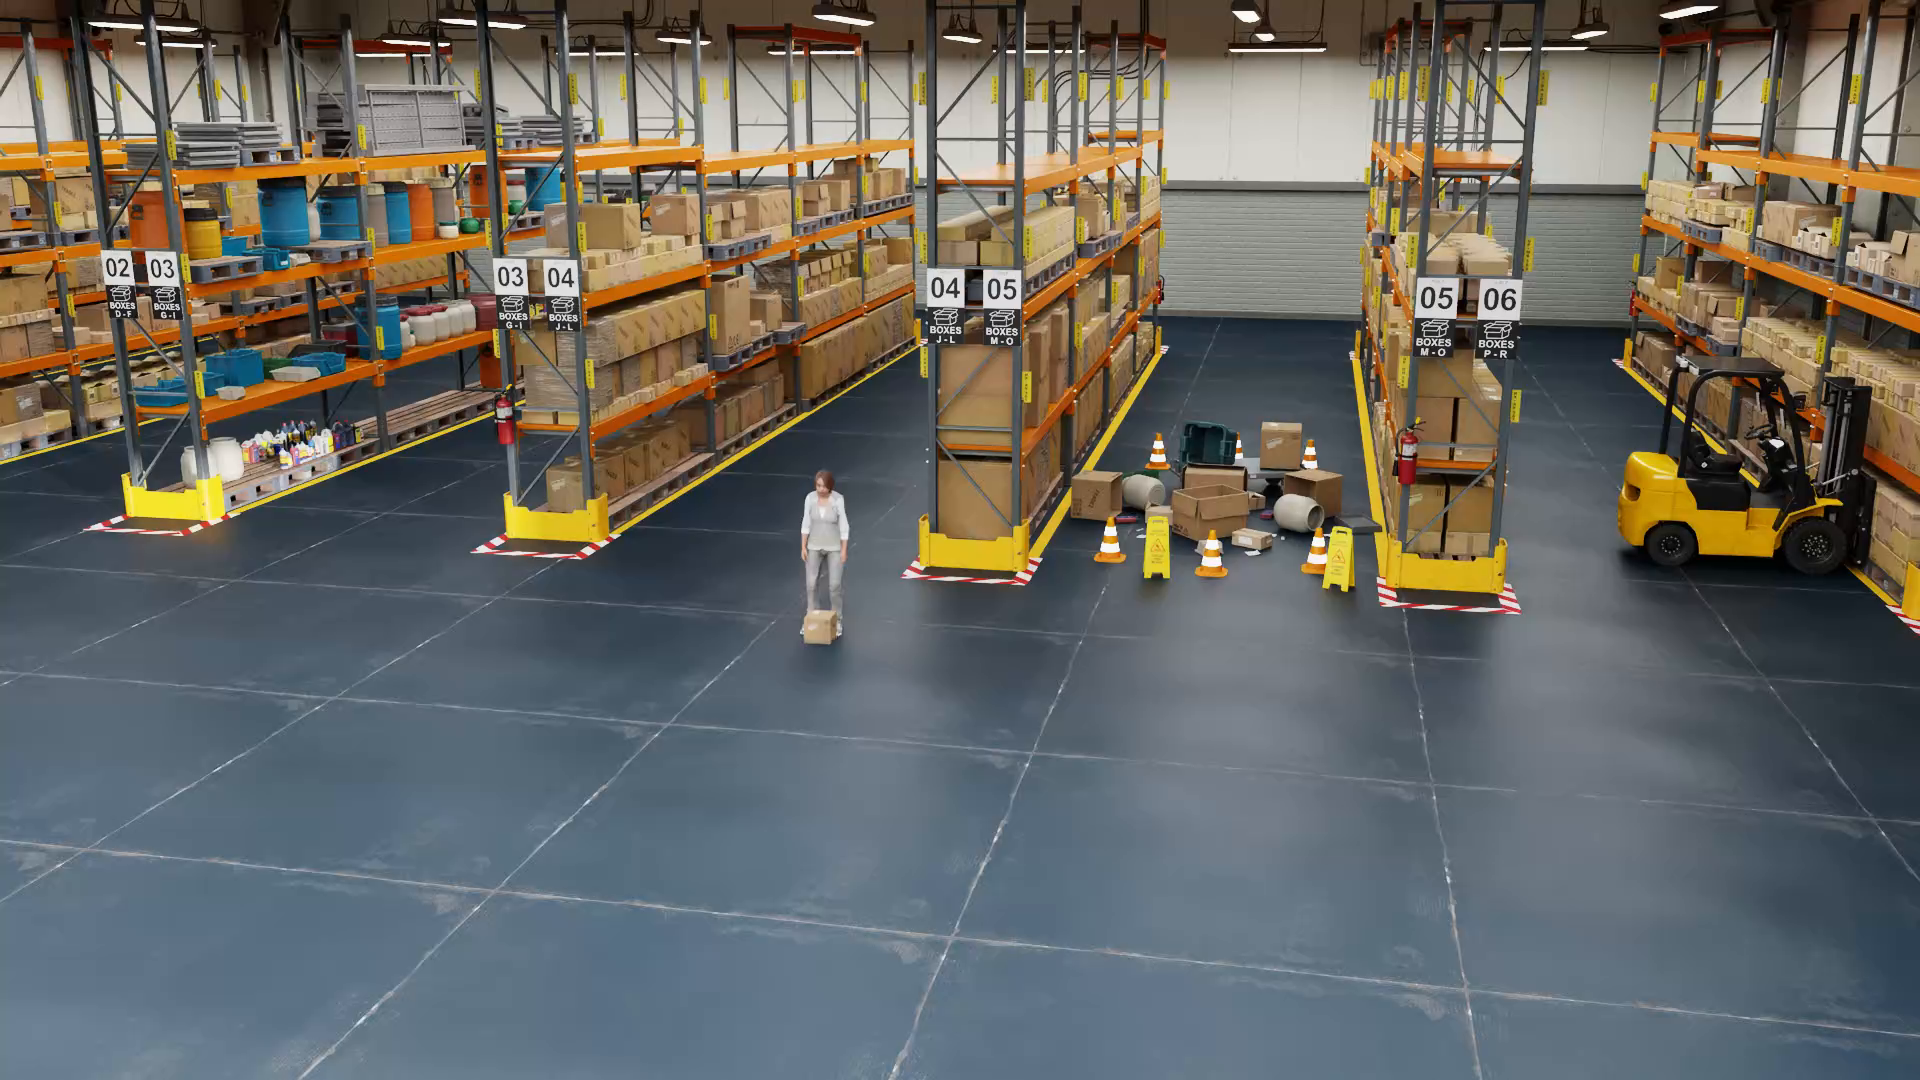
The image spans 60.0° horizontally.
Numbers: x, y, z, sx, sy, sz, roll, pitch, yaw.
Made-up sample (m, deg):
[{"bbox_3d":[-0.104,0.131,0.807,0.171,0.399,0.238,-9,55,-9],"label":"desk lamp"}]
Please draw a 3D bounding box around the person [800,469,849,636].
[{"bbox_3d":[-1.269,0.107,15.635,0.462,1.593,0.339,2,15,9],"label":"person"}]
